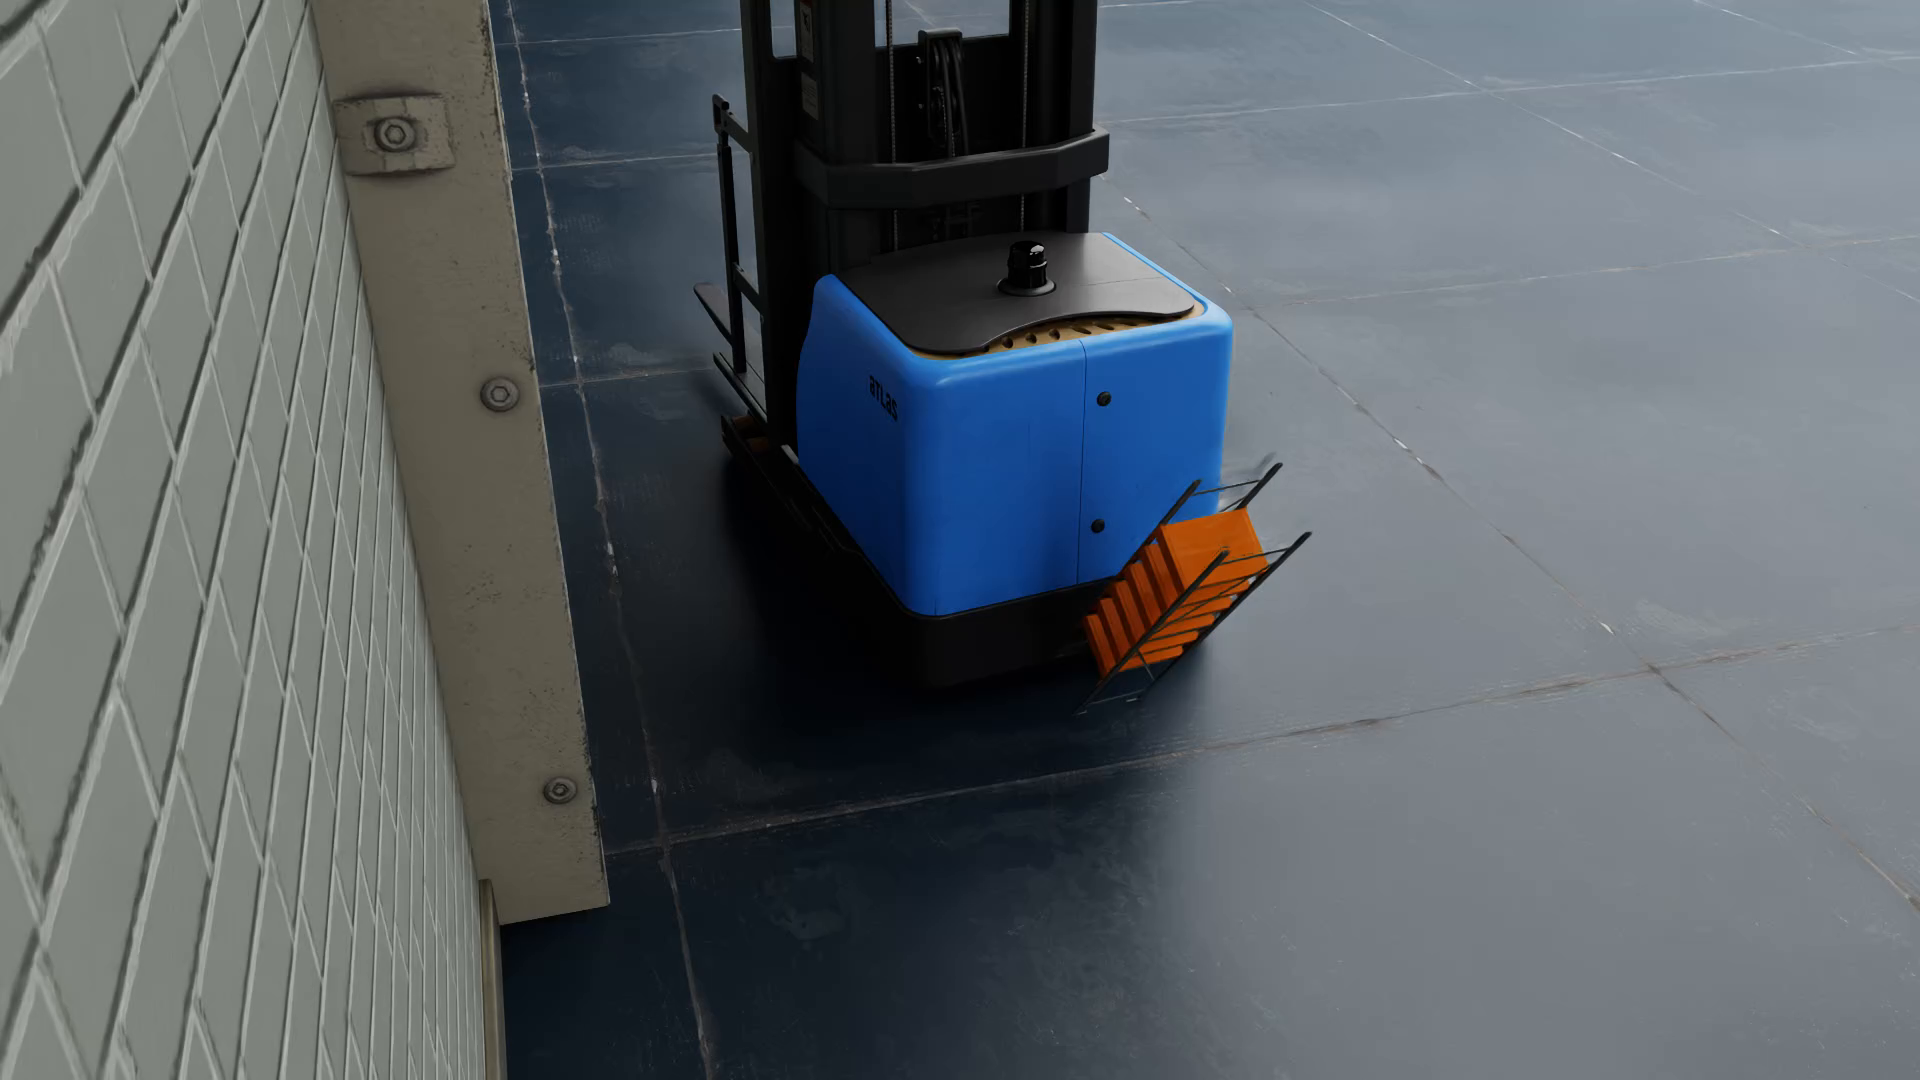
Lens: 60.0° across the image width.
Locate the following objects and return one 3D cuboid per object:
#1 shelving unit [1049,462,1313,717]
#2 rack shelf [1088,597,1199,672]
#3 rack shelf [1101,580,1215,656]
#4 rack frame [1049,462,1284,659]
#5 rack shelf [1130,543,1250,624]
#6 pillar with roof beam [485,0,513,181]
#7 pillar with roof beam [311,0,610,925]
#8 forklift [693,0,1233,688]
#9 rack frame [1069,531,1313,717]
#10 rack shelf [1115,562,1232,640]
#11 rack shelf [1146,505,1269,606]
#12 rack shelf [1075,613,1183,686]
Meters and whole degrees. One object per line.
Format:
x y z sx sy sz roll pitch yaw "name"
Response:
0.542 0.166 4.392 0.258 1.200 0.189 -12 70 -19 "shelving unit"
0.504 0.233 4.537 0.258 0.103 0.180 -12 70 -19 "rack shelf"
0.532 0.184 4.431 0.258 0.103 0.180 -12 70 -19 "rack shelf"
0.514 0.084 4.422 0.240 1.200 0.006 -12 70 -19 "rack frame"
0.588 0.087 4.219 0.258 0.103 0.180 -12 70 -19 "rack shelf"
1.480 -6.525 8.041 9.100 9.000 0.400 -8 31 -13 "pillar with roof beam"
3.072 -3.628 3.034 9.100 9.000 0.400 -8 31 -13 "pillar with roof beam"
-0.248 -1.558 5.516 1.130 2.935 3.031 -12 32 -20 "forklift"
0.570 0.248 4.362 0.240 1.200 0.006 -12 70 -19 "rack frame"
0.560 0.135 4.325 0.258 0.103 0.180 -12 70 -19 "rack shelf"
0.616 0.038 4.113 0.258 0.103 0.180 -12 70 -19 "rack shelf"
0.476 0.281 4.643 0.258 0.103 0.180 -12 70 -19 "rack shelf"
